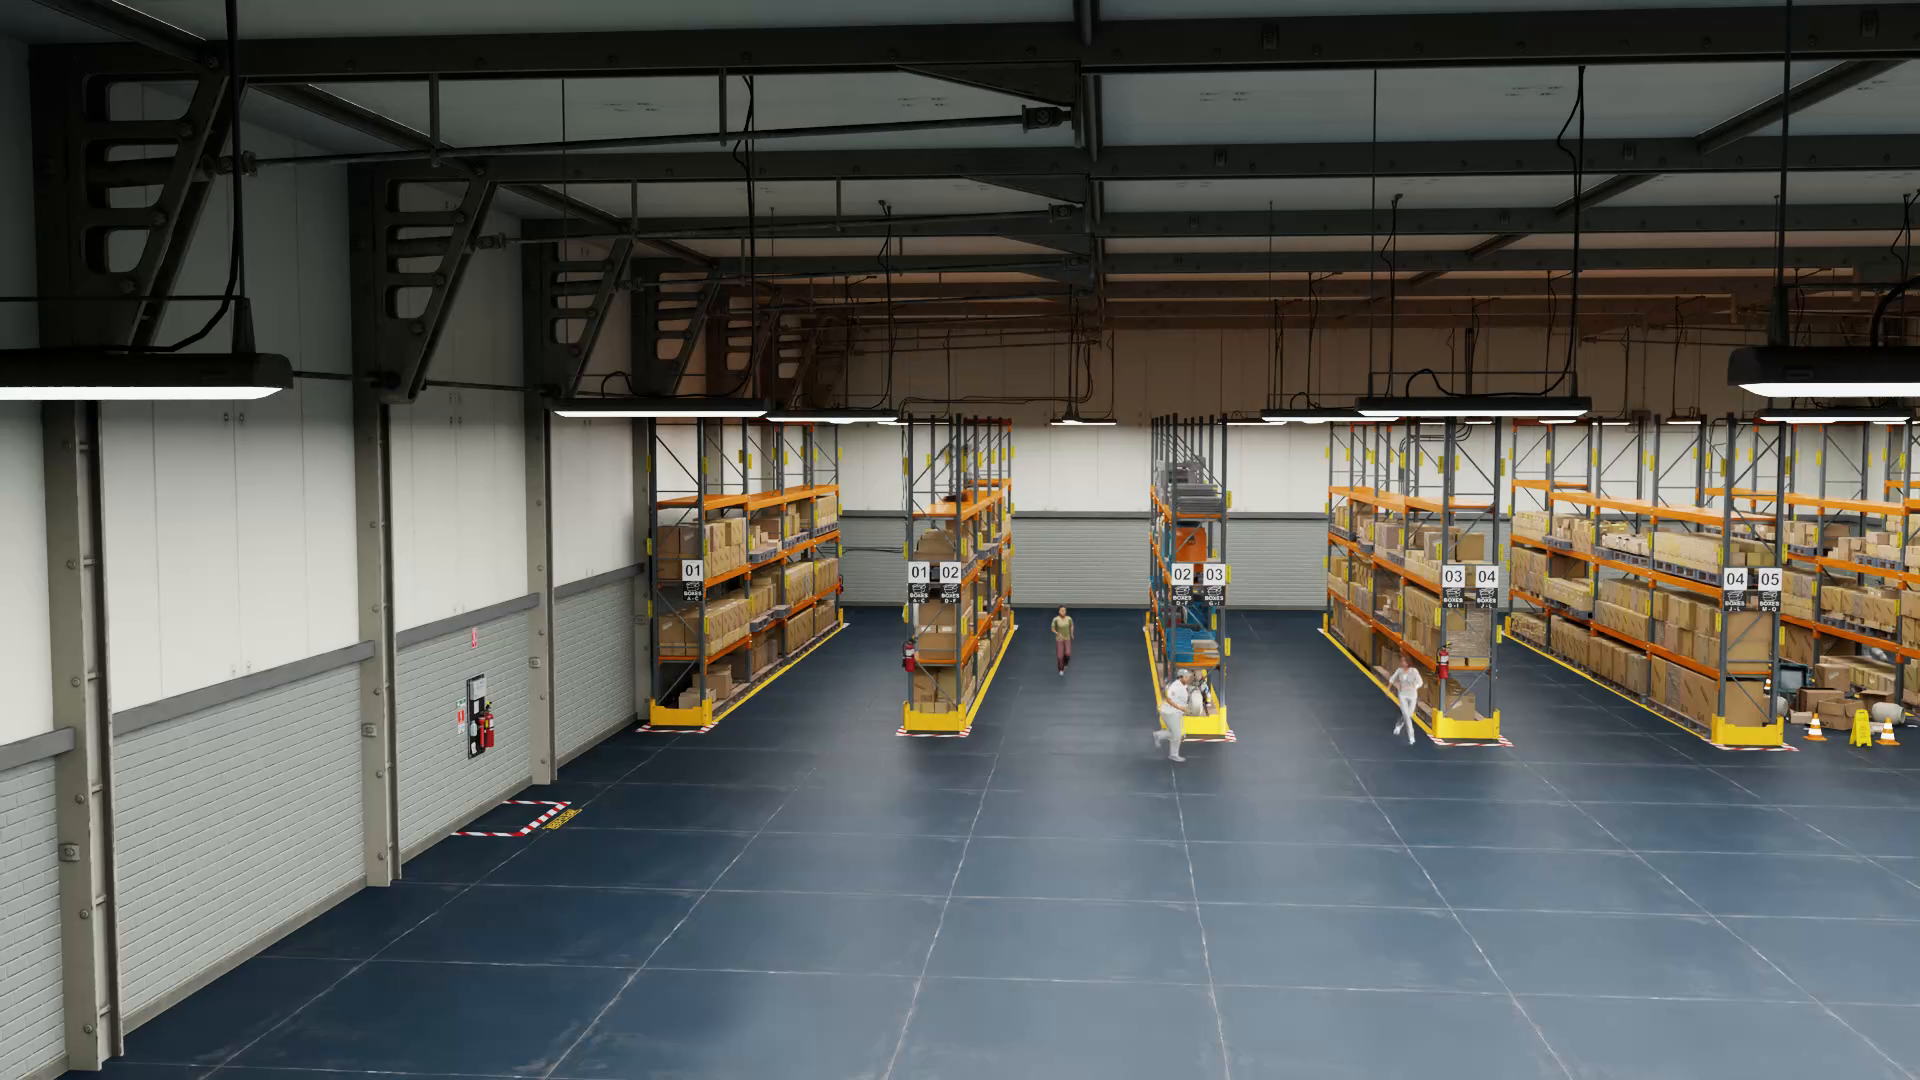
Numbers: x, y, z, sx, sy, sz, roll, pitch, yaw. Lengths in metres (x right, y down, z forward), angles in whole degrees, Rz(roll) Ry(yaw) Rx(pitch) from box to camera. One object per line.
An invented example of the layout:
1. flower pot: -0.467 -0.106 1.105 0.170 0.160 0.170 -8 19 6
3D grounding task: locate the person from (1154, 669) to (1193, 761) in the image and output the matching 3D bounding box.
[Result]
1. person: 3.668 3.010 28.682 0.740 1.612 0.571 3 5 35

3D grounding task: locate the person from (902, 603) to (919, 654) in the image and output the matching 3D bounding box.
1. person: -1.115 2.125 41.131 0.625 1.654 0.723 0 4 2

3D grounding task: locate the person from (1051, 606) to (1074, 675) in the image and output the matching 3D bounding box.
1. person: 2.386 2.322 38.438 0.561 1.624 0.621 0 4 -7

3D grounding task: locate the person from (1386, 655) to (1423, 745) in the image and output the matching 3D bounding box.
1. person: 8.112 2.905 30.436 0.600 1.600 0.686 1 4 11

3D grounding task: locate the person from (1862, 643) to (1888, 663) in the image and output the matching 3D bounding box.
1. person: 21.433 2.218 38.992 0.658 1.758 0.790 0 4 -7
